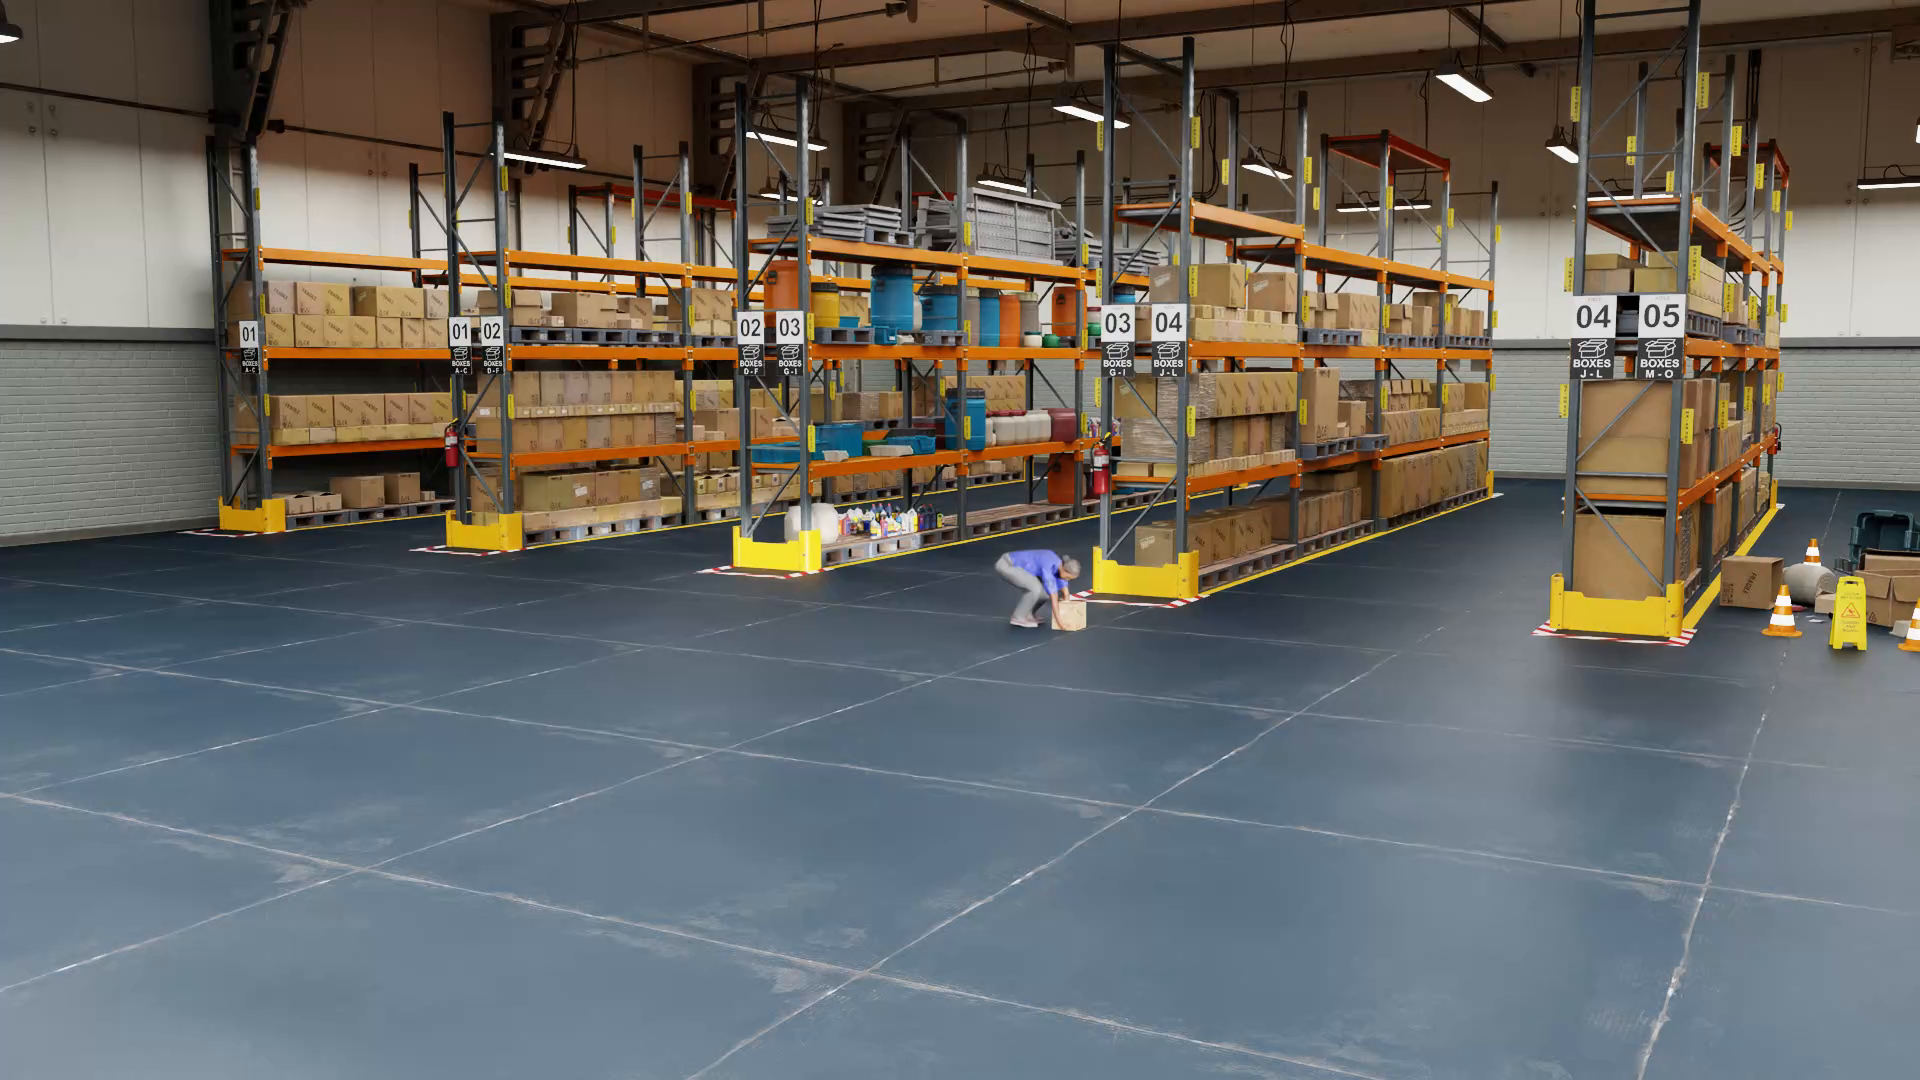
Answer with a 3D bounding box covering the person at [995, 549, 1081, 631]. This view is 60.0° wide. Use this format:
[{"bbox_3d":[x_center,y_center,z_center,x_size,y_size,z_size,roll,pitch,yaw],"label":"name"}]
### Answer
[{"bbox_3d":[0.777,0.478,16.282,0.871,0.775,0.462,3,7,27],"label":"person"}]
